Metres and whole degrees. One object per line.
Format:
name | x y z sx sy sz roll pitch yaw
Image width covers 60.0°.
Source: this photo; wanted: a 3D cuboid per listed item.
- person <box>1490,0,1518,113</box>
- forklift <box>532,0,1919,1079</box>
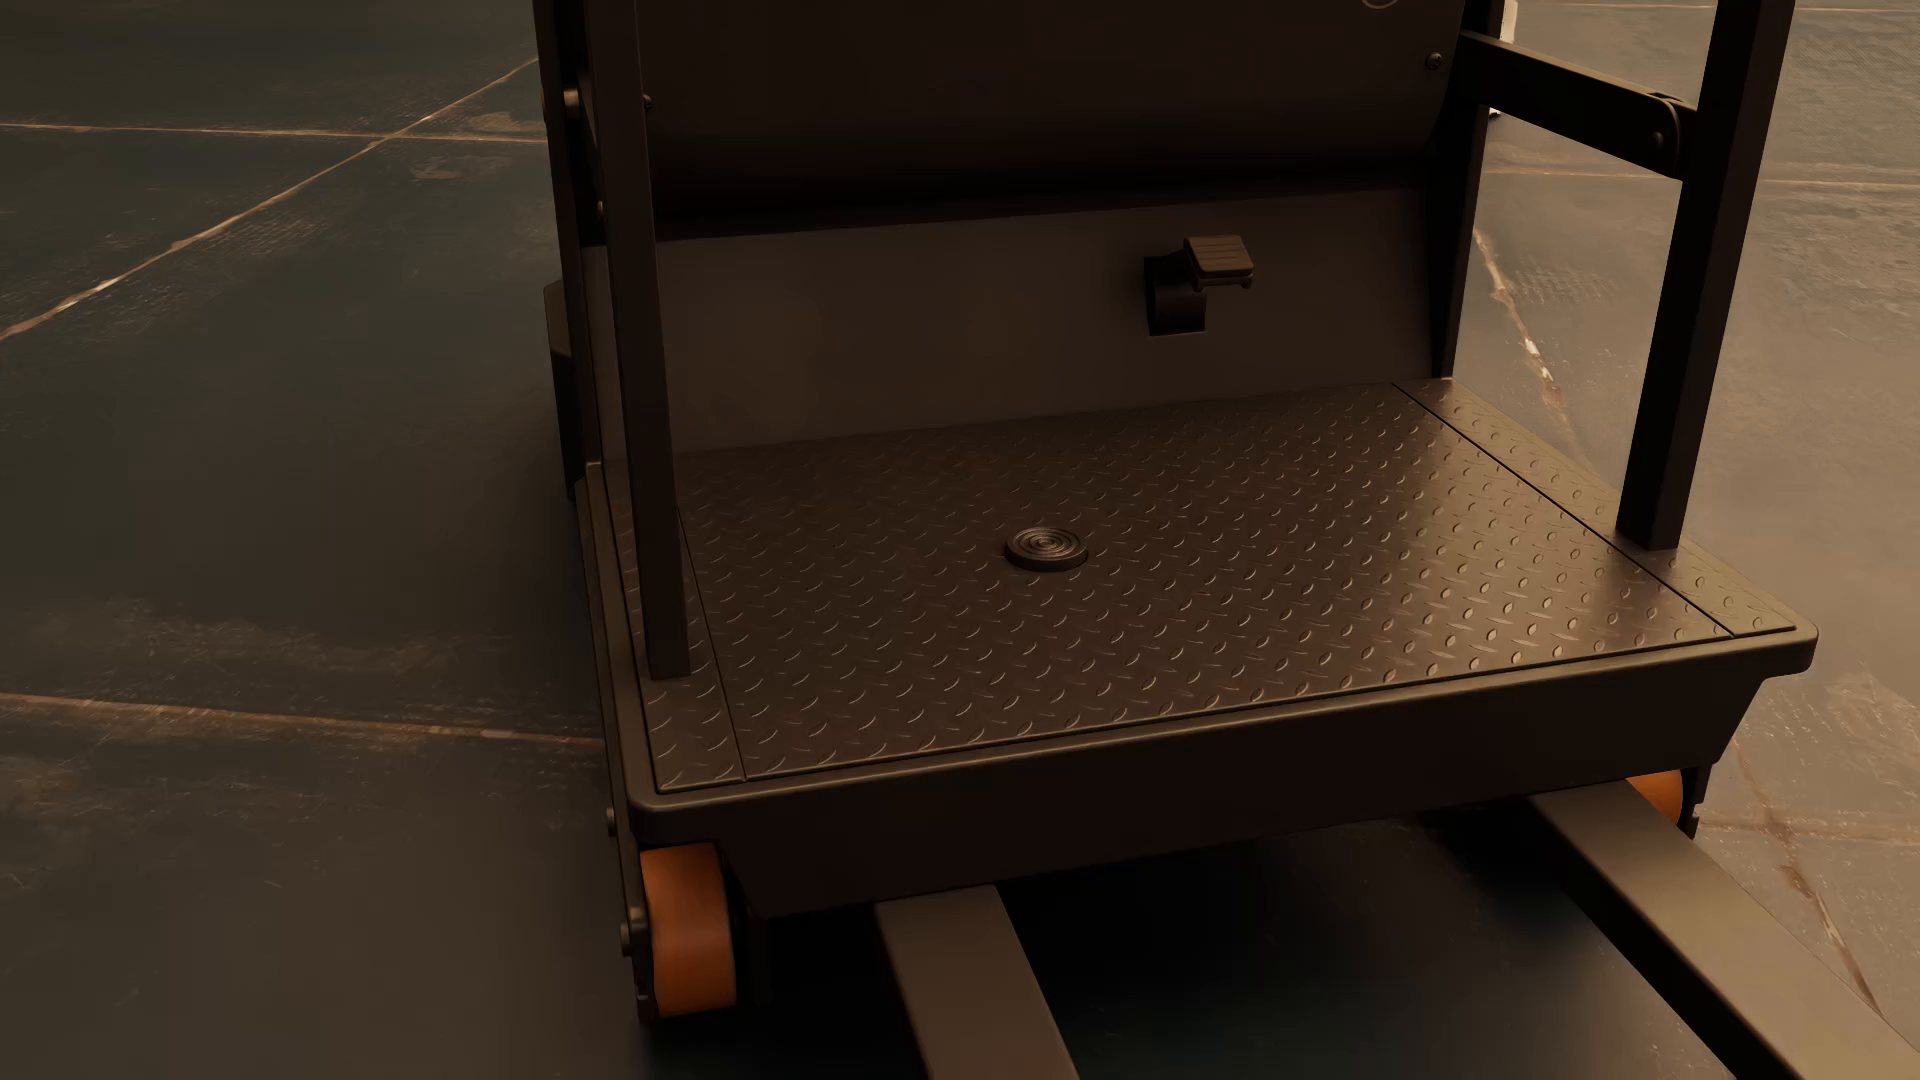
person | 1.482 -2.080 4.832 0.522 1.676 0.457 1 27 1
forklift | 0.153 -1.049 1.319 1.130 2.935 3.031 -7 27 -13
